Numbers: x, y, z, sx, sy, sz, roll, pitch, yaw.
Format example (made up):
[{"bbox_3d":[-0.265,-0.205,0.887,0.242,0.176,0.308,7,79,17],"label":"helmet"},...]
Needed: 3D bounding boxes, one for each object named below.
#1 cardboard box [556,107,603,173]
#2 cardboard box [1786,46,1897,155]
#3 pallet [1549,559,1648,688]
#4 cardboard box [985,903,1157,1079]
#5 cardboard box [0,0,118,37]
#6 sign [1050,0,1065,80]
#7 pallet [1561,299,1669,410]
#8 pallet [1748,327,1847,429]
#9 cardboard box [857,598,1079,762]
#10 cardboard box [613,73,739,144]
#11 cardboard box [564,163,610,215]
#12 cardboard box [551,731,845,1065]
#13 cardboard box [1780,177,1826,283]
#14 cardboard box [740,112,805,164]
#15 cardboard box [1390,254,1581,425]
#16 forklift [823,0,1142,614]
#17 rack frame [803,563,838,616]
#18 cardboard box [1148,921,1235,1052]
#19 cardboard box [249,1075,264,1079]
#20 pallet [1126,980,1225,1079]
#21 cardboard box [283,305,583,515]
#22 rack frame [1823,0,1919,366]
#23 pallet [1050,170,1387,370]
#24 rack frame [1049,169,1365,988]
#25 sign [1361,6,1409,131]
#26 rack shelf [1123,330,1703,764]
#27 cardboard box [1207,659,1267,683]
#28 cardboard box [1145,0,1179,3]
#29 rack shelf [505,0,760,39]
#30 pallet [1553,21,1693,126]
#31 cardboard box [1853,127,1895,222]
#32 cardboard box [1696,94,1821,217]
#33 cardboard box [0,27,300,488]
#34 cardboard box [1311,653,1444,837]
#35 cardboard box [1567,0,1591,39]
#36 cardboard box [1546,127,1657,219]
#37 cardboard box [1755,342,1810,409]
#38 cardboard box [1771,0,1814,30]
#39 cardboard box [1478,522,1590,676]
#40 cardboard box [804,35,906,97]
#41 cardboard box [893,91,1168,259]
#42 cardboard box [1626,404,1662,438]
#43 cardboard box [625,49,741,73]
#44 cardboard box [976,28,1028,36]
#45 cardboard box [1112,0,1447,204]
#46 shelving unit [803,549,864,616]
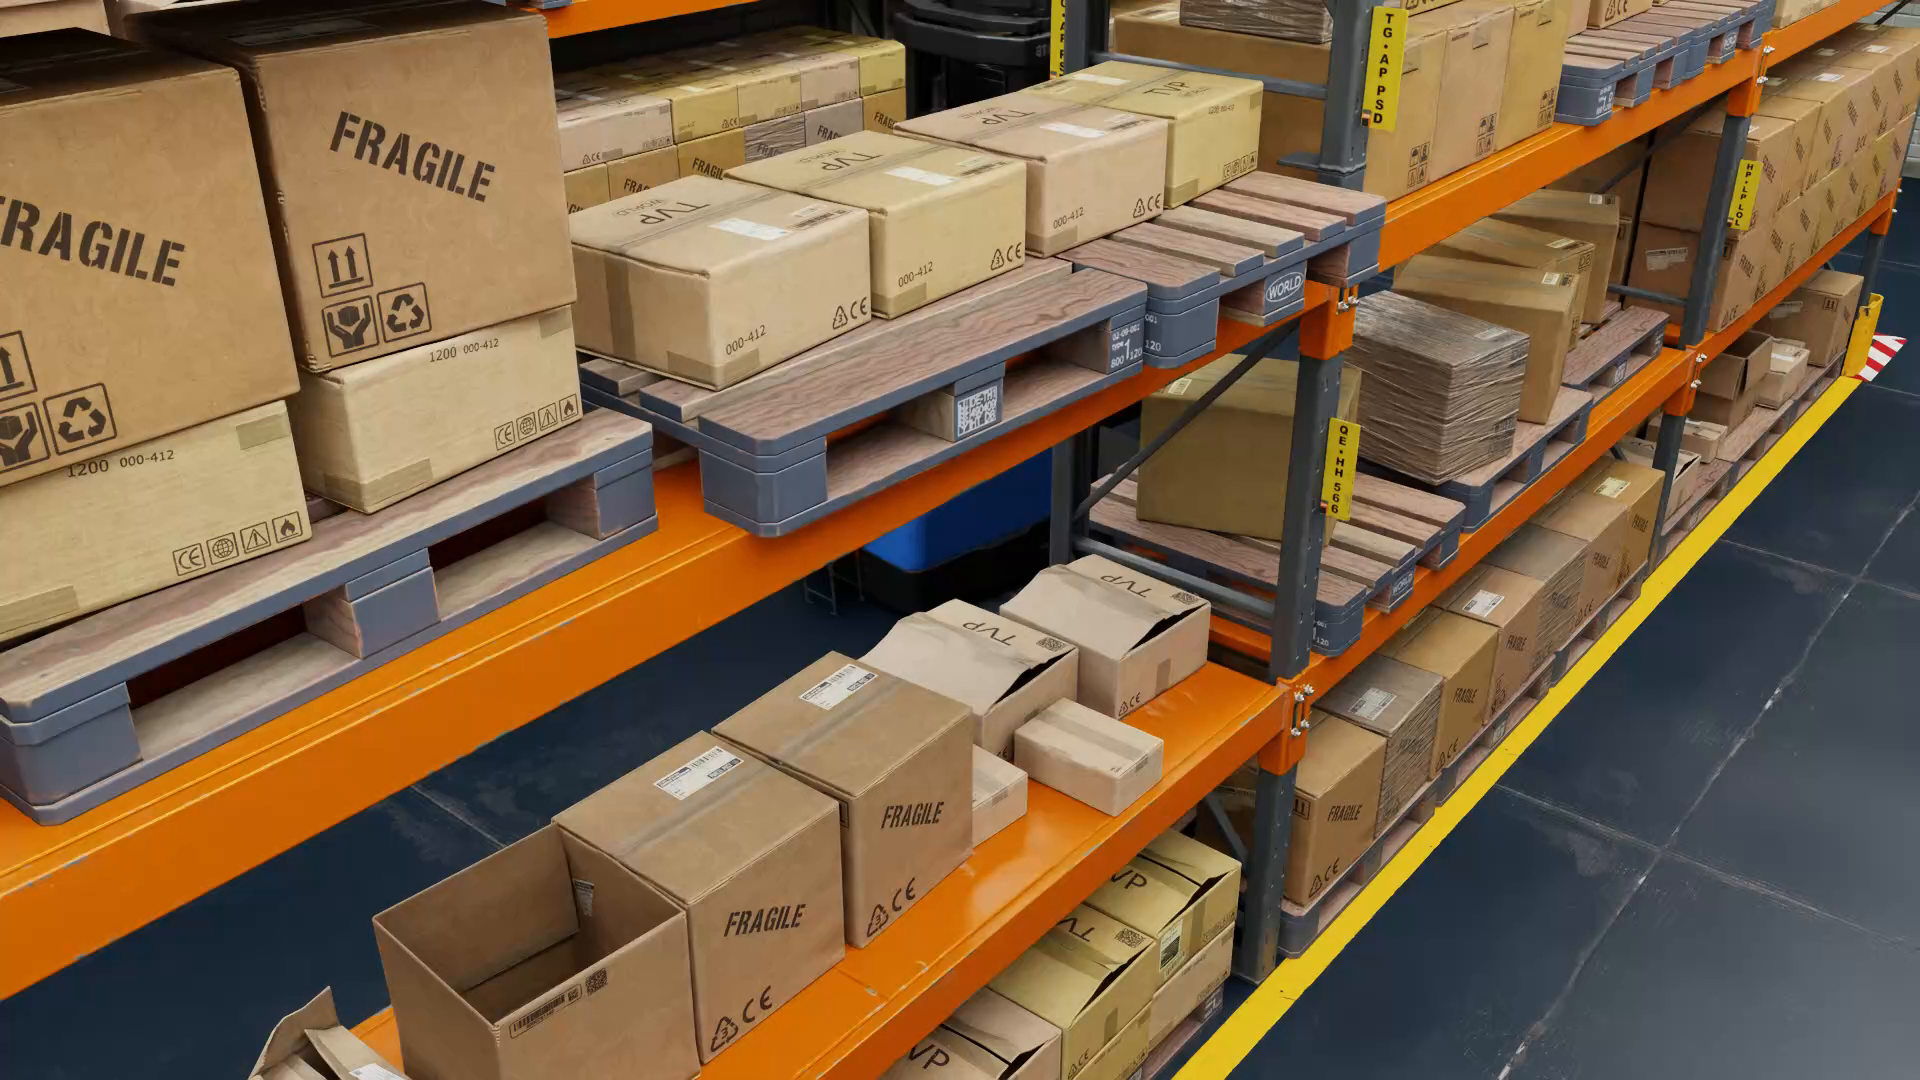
[{"bbox_3d":[-2.252,-2.104,8.782,0.500,0.250,0.500,20,34,34],"label":"cardboard box"},{"bbox_3d":[5.115,-2.585,9.785,0.500,0.500,0.500,22,34,36],"label":"cardboard box"},{"bbox_3d":[2.800,0.257,8.524,1.003,0.211,1.213,21,34,34],"label":"pallet"},{"bbox_3d":[0.276,1.367,5.269,0.500,0.311,0.500,20,34,34],"label":"cardboard box"},{"bbox_3d":[-3.977,-2.264,6.963,0.637,0.503,0.797,-23,35,-37],"label":"cardboard box"},{"bbox_3d":[0.327,-1.584,5.220,0.100,0.325,0.005,21,34,34],"label":"sign"},{"bbox_3d":[2.696,-0.944,8.020,1.003,0.211,1.213,21,34,34],"label":"pallet"},{"bbox_3d":[5.278,-1.151,11.245,1.003,0.211,1.213,21,34,34],"label":"pallet"},{"bbox_3d":[0.026,0.437,5.237,0.500,0.311,0.500,20,34,34],"label":"cardboard box"},{"bbox_3d":[-1.617,-2.465,9.481,0.500,0.250,0.500,20,33,33],"label":"cardboard box"},{"bbox_3d":[-2.234,-1.775,8.962,0.500,0.500,0.500,22,35,36],"label":"cardboard box"},{"bbox_3d":[-0.645,0.879,4.177,0.500,0.500,0.500,21,34,34],"label":"cardboard box"},{"bbox_3d":[4.466,-1.786,9.329,0.500,0.500,0.500,21,34,34],"label":"cardboard box"},{"bbox_3d":[-1.278,-2.316,10.008,0.500,0.500,0.500,21,34,34],"label":"cardboard box"},{"bbox_3d":[2.212,-0.868,7.097,0.700,0.500,0.500,12,30,22],"label":"cardboard box"},{"bbox_3d":[0.523,-1.493,8.946,3.031,2.935,1.130,-23,35,-37],"label":"forklift"},{"bbox_3d":[-0.747,-0.162,8.262,0.240,1.200,0.006,24,40,38],"label":"rack frame"},{"bbox_3d":[0.598,1.430,5.757,0.500,0.250,0.500,22,34,36],"label":"cardboard box"},{"bbox_3d":[-1.521,1.435,3.376,0.500,0.250,0.500,23,35,37],"label":"cardboard box"},{"bbox_3d":[0.190,1.656,5.819,1.003,0.211,1.213,21,34,34],"label":"pallet"},{"bbox_3d":[-1.054,-0.308,3.023,0.500,0.250,0.500,17,32,30],"label":"cardboard box"},{"bbox_3d":[5.833,-2.699,11.203,1.000,3.000,0.127,21,34,34],"label":"rack frame"},{"bbox_3d":[0.382,-0.845,4.559,1.213,0.211,1.003,23,35,37],"label":"pallet"},{"bbox_3d":[0.744,0.137,5.720,1.000,3.000,0.127,21,34,34],"label":"rack frame"},{"bbox_3d":[1.167,-1.295,4.575,0.100,0.325,0.005,21,34,34],"label":"sign"},{"bbox_3d":[2.016,-0.252,7.256,1.077,0.370,4.000,21,34,34],"label":"rack shelf"},{"bbox_3d":[1.158,0.652,6.967,0.500,0.500,0.500,22,35,36],"label":"cardboard box"},{"bbox_3d":[1.691,-4.095,13.575,0.980,0.700,0.700,23,35,37],"label":"cardboard box"},{"bbox_3d":[-1.808,-3.031,9.363,1.077,0.370,4.000,21,34,34],"label":"rack shelf"},{"bbox_3d":[2.162,-1.951,6.696,1.213,0.211,1.003,21,34,34],"label":"pallet"},{"bbox_3d":[5.431,-2.320,10.362,0.500,0.500,0.500,21,34,35],"label":"cardboard box"},{"bbox_3d":[4.133,-2.037,8.727,0.500,0.500,0.500,20,33,33],"label":"cardboard box"},{"bbox_3d":[-1.377,-0.437,2.456,0.500,0.500,0.500,21,34,35],"label":"cardboard box"},{"bbox_3d":[1.583,0.787,6.706,0.500,0.500,0.500,19,33,33],"label":"cardboard box"},{"bbox_3d":[2.065,-2.258,6.411,0.600,0.600,0.600,19,33,33],"label":"cardboard box"},{"bbox_3d":[3.410,-2.025,8.702,0.500,0.500,0.500,21,34,35],"label":"cardboard box"},{"bbox_3d":[5.050,-1.081,10.588,0.500,0.250,0.500,21,34,34],"label":"cardboard box"},{"bbox_3d":[3.789,-2.647,8.001,0.500,0.250,0.500,21,34,34],"label":"cardboard box"},{"bbox_3d":[2.556,0.243,7.757,0.500,0.500,0.500,21,34,35],"label":"cardboard box"},{"bbox_3d":[-0.636,-3.006,10.525,0.500,0.250,0.500,22,34,36],"label":"cardboard box"},{"bbox_3d":[0.180,-0.947,4.257,0.500,0.250,0.500,22,34,36],"label":"cardboard box"},{"bbox_3d":[3.909,-0.833,10.043,0.500,0.311,0.500,21,34,34],"label":"cardboard box"},{"bbox_3d":[-1.673,-2.792,10.113,0.500,0.250,0.500,19,33,33],"label":"cardboard box"},{"bbox_3d":[0.290,-3.306,12.049,0.980,0.700,0.700,20,33,33],"label":"cardboard box"},{"bbox_3d":[0.996,-1.404,5.326,0.910,0.500,0.500,21,34,34],"label":"cardboard box"},{"bbox_3d":[-0.684,-0.200,8.317,0.258,1.200,0.189,24,40,38],"label":"shelving unit"}]
